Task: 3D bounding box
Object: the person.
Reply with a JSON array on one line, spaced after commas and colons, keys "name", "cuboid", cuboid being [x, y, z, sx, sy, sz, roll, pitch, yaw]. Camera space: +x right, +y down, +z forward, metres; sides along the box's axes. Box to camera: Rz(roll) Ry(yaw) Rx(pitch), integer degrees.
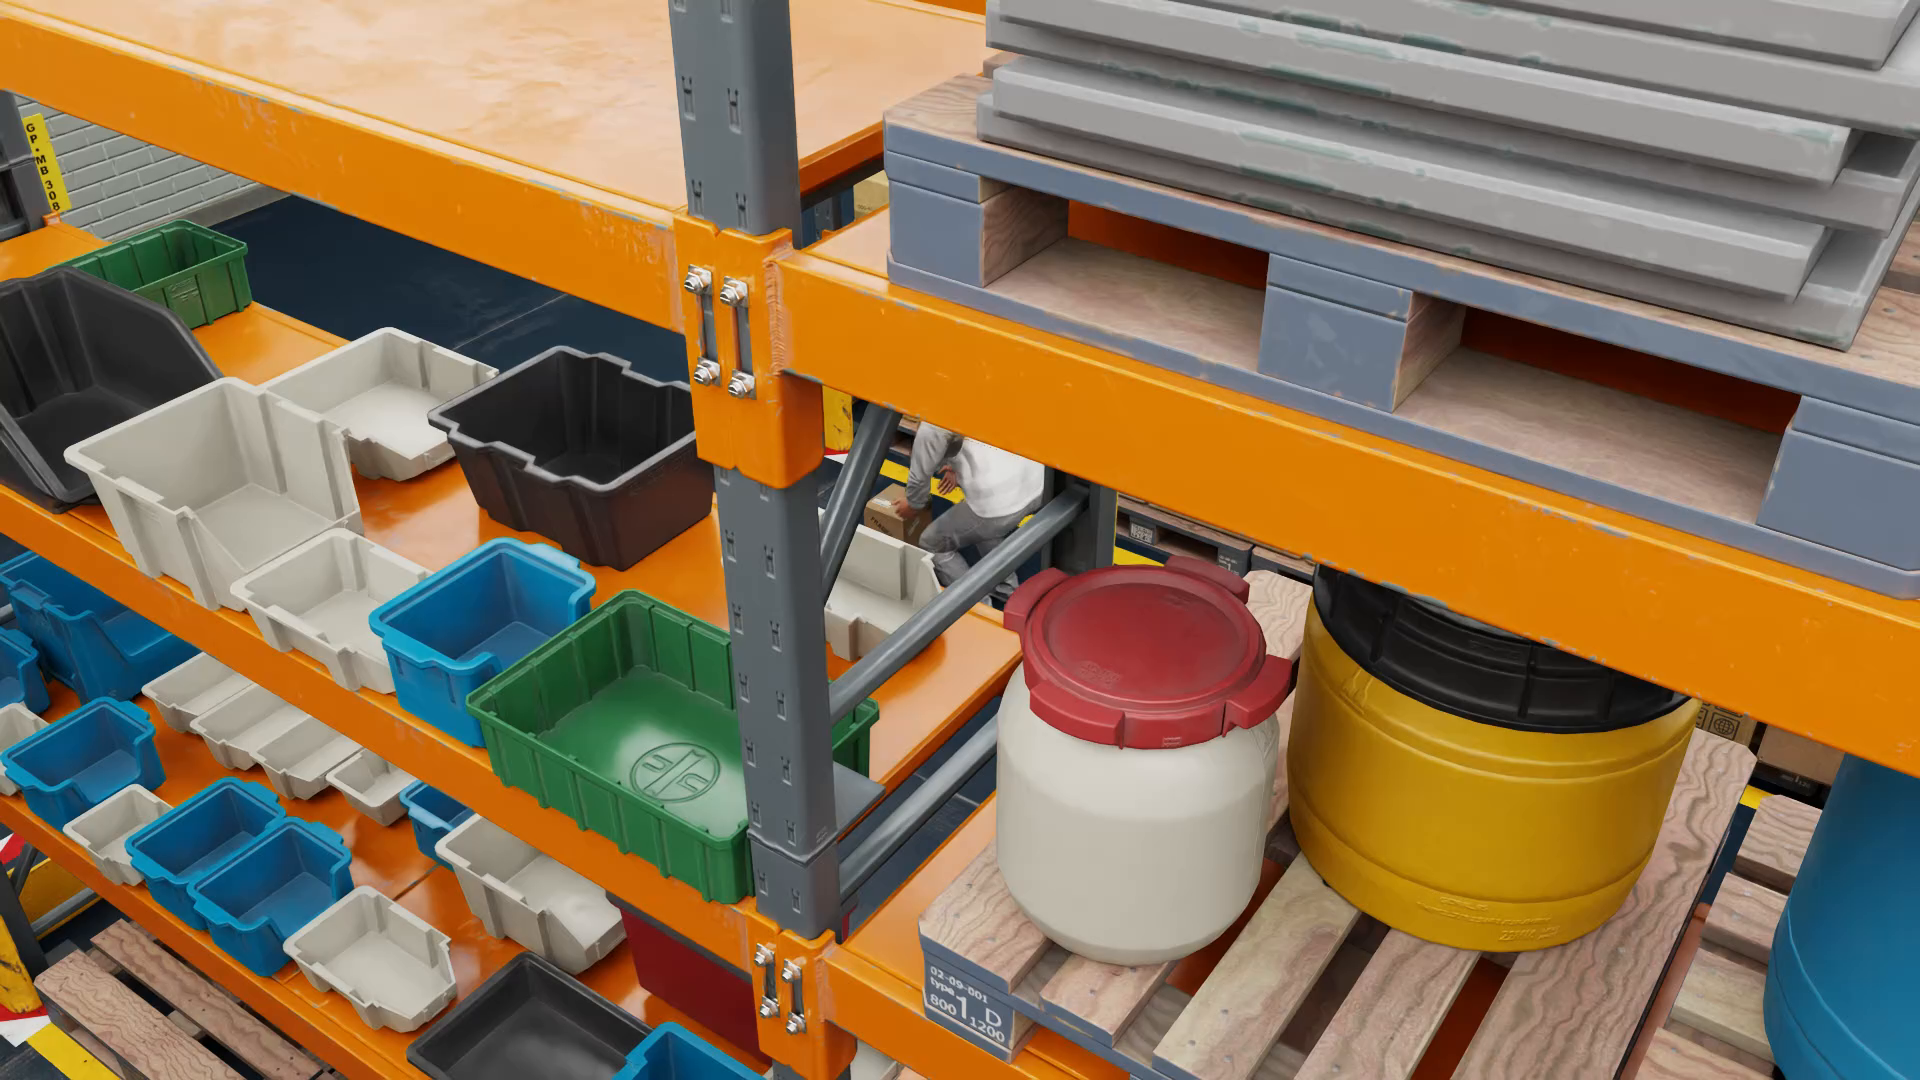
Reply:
[{"name": "person", "cuboid": [0.018, -0.259, 7.988, 0.768, 1.422, 0.592, 22, 40, 28]}]
